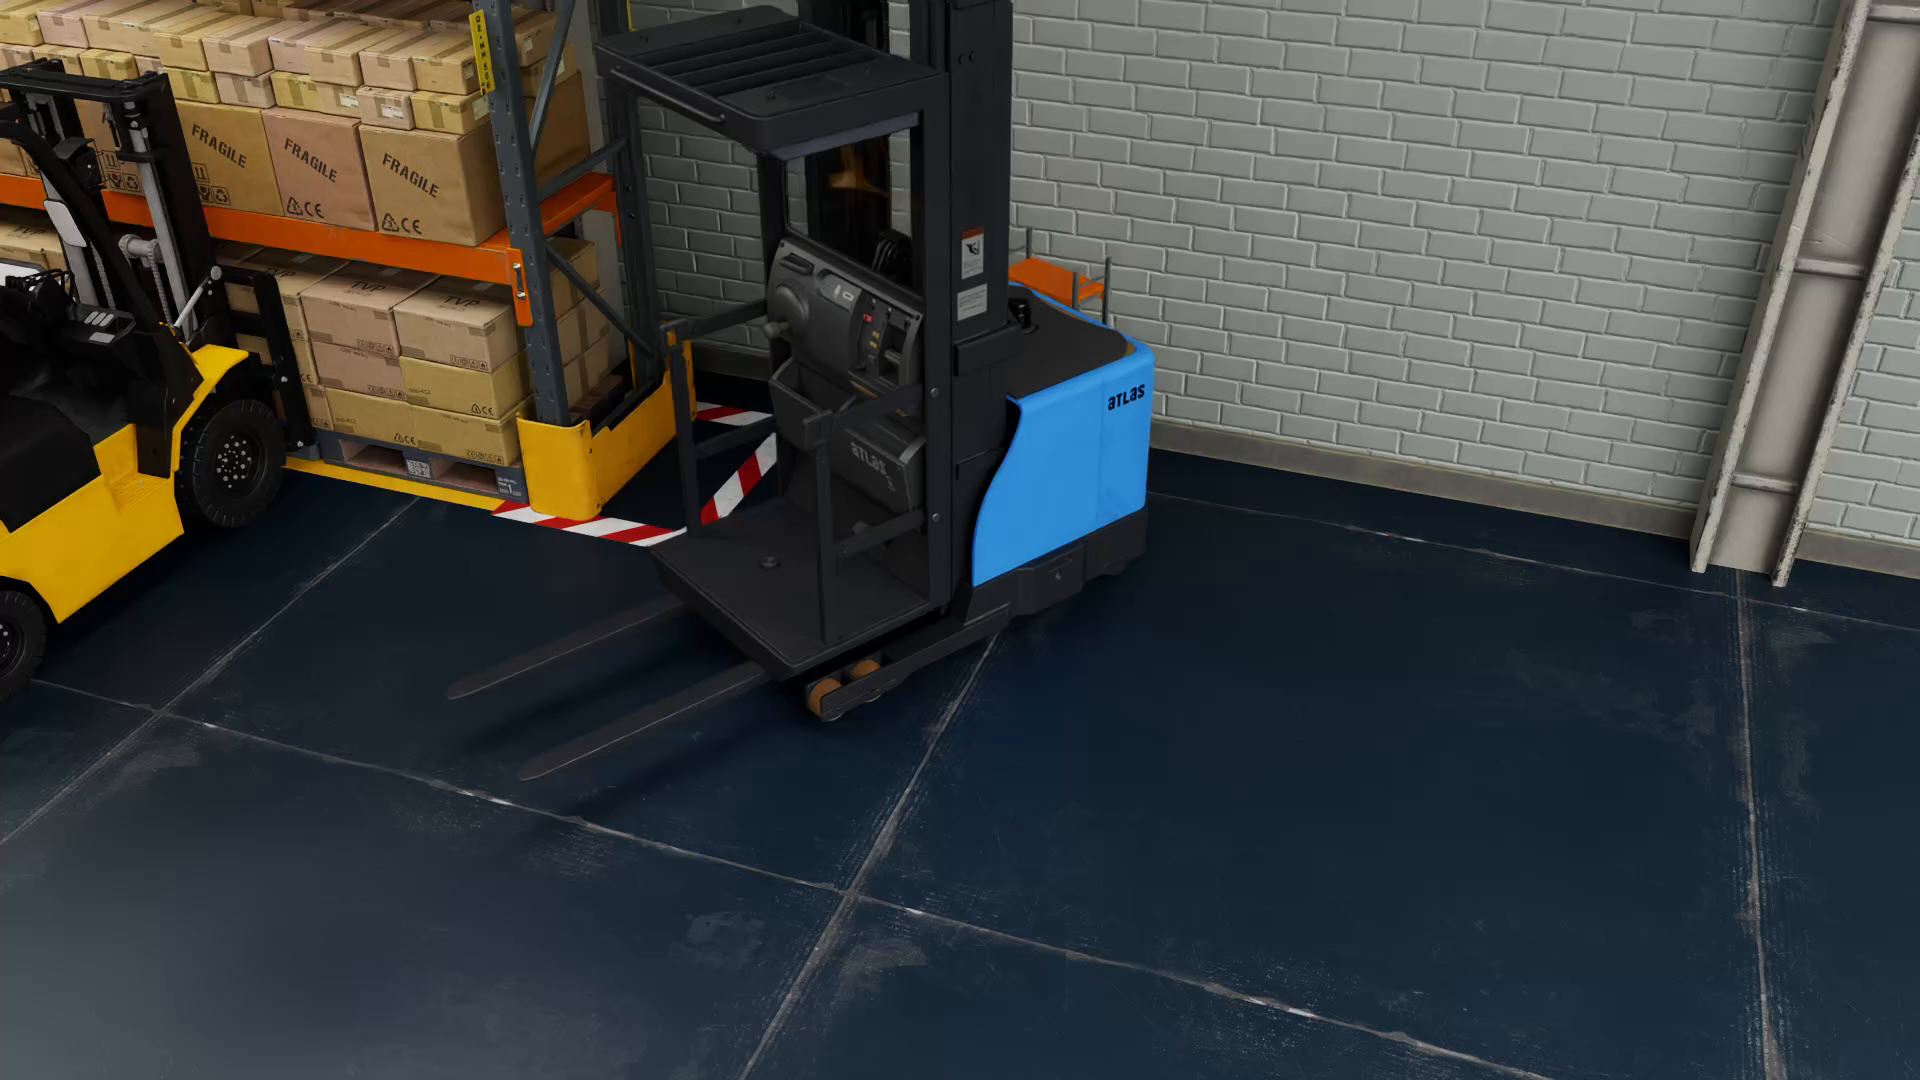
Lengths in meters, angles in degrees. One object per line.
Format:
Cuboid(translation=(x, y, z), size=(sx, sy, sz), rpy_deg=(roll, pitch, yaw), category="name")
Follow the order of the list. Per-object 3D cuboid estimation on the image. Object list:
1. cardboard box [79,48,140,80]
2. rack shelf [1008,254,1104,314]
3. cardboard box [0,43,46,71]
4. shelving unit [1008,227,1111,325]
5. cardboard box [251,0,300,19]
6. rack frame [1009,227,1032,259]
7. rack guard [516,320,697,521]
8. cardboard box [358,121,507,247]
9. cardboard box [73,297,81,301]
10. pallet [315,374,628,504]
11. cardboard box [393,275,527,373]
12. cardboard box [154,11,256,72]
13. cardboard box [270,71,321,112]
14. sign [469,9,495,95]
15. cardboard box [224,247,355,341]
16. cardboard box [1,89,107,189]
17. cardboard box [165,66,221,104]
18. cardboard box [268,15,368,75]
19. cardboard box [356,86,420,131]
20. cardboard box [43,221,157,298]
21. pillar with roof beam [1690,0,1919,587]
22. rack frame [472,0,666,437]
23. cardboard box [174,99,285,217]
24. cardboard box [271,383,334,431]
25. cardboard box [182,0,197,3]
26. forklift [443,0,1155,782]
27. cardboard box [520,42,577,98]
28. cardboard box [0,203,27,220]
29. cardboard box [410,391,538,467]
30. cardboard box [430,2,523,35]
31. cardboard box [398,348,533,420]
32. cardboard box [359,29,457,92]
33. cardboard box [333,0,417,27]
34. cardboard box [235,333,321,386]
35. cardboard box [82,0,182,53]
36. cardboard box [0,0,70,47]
Cuboid(translation=(-3.853, -2.235, 7.756), size=(0.250, 0.149, 0.380), rpy_deg=(10, 34, 15), category="cardboard box")
Cuboid(translation=(0.421, -1.154, 7.706), size=(0.480, 0.148, 0.258), rpy_deg=(28, 42, 36), category="rack shelf")
Cuboid(translation=(-4.349, -2.316, 7.881), size=(0.250, 0.149, 0.380), rpy_deg=(11, 34, 16), category="cardboard box")
Cuboid(translation=(0.420, -0.823, 7.919), size=(0.503, 1.200, 0.258), rpy_deg=(28, 42, 36), category="shelving unit")
Cuboid(translation=(-3.178, -2.577, 8.011), size=(0.250, 0.149, 0.380), rpy_deg=(10, 34, 15), category="cardboard box")
Cuboid(translation=(0.247, -0.917, 8.063), size=(0.015, 1.200, 0.240), rpy_deg=(28, 42, 36), category="rack frame")
Cuboid(translation=(-1.725, -0.619, 8.248), size=(0.348, 0.500, 1.175), rpy_deg=(11, 34, 16), category="rack guard")
Cuboid(translation=(-2.299, -1.672, 7.482), size=(0.500, 0.500, 0.500), rpy_deg=(10, 34, 15), category="cardboard box")
Cuboid(translation=(-4.218, -1.202, 8.533), size=(0.500, 0.250, 0.500), rpy_deg=(11, 34, 16), category="cardboard box")
Cuboid(translation=(-2.481, -0.621, 8.517), size=(1.213, 0.211, 1.003), rpy_deg=(11, 34, 16), category="pallet")
Cuboid(translation=(-2.286, -1.040, 7.822), size=(0.500, 0.250, 0.500), rpy_deg=(12, 35, 18), category="cardboard box")
Cuboid(translation=(-3.391, -2.254, 7.511), size=(0.250, 0.149, 0.380), rpy_deg=(12, 35, 17), category="cardboard box")
Cuboid(translation=(-2.872, -2.070, 7.501), size=(0.250, 0.149, 0.380), rpy_deg=(11, 34, 16), category="cardboard box")
Cuboid(translation=(-1.944, -1.985, 6.774), size=(0.005, 0.325, 0.100), rpy_deg=(11, 34, 16), category="sign")
Cuboid(translation=(-3.247, -1.218, 8.097), size=(0.500, 0.250, 0.500), rpy_deg=(11, 35, 17), category="cardboard box")
Cuboid(translation=(-4.210, -2.054, 8.074), size=(0.500, 0.500, 0.500), rpy_deg=(11, 34, 16), category="cardboard box")
Cuboid(translation=(-3.384, -2.131, 7.595), size=(0.250, 0.149, 0.380), rpy_deg=(11, 35, 17), category="cardboard box")
Cuboid(translation=(-2.863, -2.218, 7.456), size=(0.250, 0.149, 0.380), rpy_deg=(11, 35, 17), category="cardboard box")
Cuboid(translation=(-2.419, -1.940, 7.300), size=(0.250, 0.149, 0.380), rpy_deg=(12, 35, 17), category="cardboard box")
Cuboid(translation=(-4.213, -1.415, 8.402), size=(0.500, 0.250, 0.500), rpy_deg=(12, 35, 18), category="cardboard box")
Cuboid(translation=(2.097, -1.486, 1.755), size=(0.400, 9.000, 9.100), rpy_deg=(11, 34, 16), category="pillar with roof beam")
Cuboid(translation=(-1.747, -1.674, 7.577), size=(0.127, 3.000, 1.000), rpy_deg=(11, 34, 16), category="rack frame")
Cuboid(translation=(-3.267, -1.865, 7.781), size=(0.500, 0.500, 0.500), rpy_deg=(10, 34, 16), category="cardboard box")
Cuboid(translation=(-3.229, -0.812, 8.390), size=(0.500, 0.250, 0.500), rpy_deg=(11, 35, 17), category="cardboard box")
Cuboid(translation=(-3.688, -2.628, 8.091), size=(0.250, 0.149, 0.380), rpy_deg=(12, 35, 18), category="cardboard box")
Cuboid(translation=(-0.617, -0.834, 6.339), size=(3.031, 2.935, 1.130), rpy_deg=(-24, 40, -32), category="forklift")
Cuboid(translation=(-1.979, -2.183, 7.675), size=(0.250, 0.149, 0.380), rpy_deg=(10, 34, 15), category="cardboard box")
Cuboid(translation=(-5.163, -1.599, 8.686), size=(0.500, 0.250, 0.500), rpy_deg=(10, 34, 16), category="cardboard box")
Cuboid(translation=(-2.296, -0.620, 8.092), size=(0.500, 0.250, 0.500), rpy_deg=(11, 35, 17), category="cardboard box")
Cuboid(translation=(-2.221, -2.365, 7.682), size=(0.250, 0.149, 0.380), rpy_deg=(12, 35, 18), category="cardboard box")
Cuboid(translation=(-2.311, -0.835, 7.964), size=(0.500, 0.250, 0.500), rpy_deg=(11, 34, 16), category="cardboard box")
Cuboid(translation=(-2.398, -2.101, 7.274), size=(0.250, 0.149, 0.380), rpy_deg=(11, 34, 17), category="cardboard box")
Cuboid(translation=(-2.708, -2.443, 7.804), size=(0.250, 0.149, 0.380), rpy_deg=(11, 35, 17), category="cardboard box")
Cuboid(translation=(-3.273, -1.016, 8.245), size=(0.500, 0.250, 0.500), rpy_deg=(10, 34, 15), category="cardboard box")
Cuboid(translation=(-3.833, -2.404, 7.743), size=(0.250, 0.149, 0.380), rpy_deg=(11, 34, 17), category="cardboard box")
Cuboid(translation=(-4.332, -2.459, 7.828), size=(0.250, 0.149, 0.380), rpy_deg=(10, 34, 16), category="cardboard box")
